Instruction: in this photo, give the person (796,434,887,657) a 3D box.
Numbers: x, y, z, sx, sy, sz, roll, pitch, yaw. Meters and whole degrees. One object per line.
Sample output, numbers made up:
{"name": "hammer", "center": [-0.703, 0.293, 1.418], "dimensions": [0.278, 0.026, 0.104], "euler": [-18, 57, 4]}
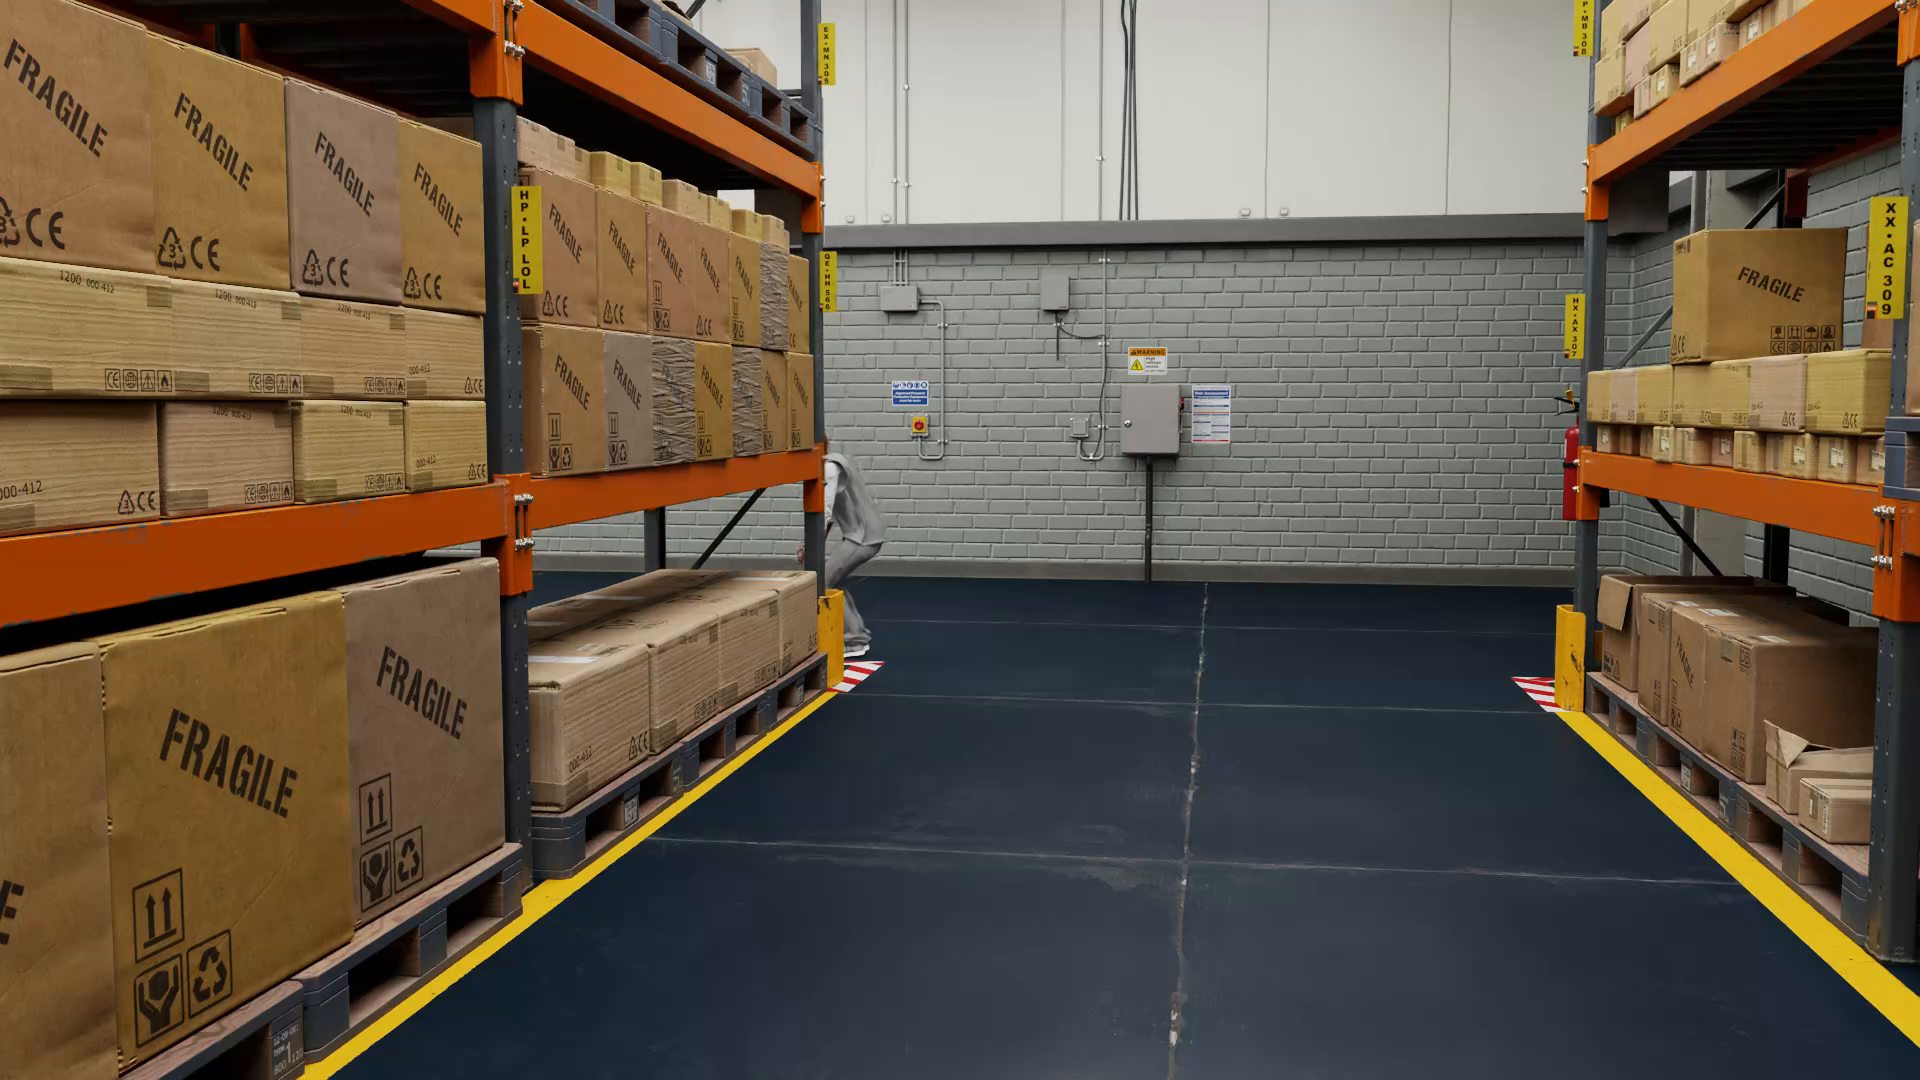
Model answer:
{"name": "person", "center": [-0.736, 0.019, 10.163], "dimensions": [0.581, 1.400, 0.458], "euler": [0, 5, 3]}
